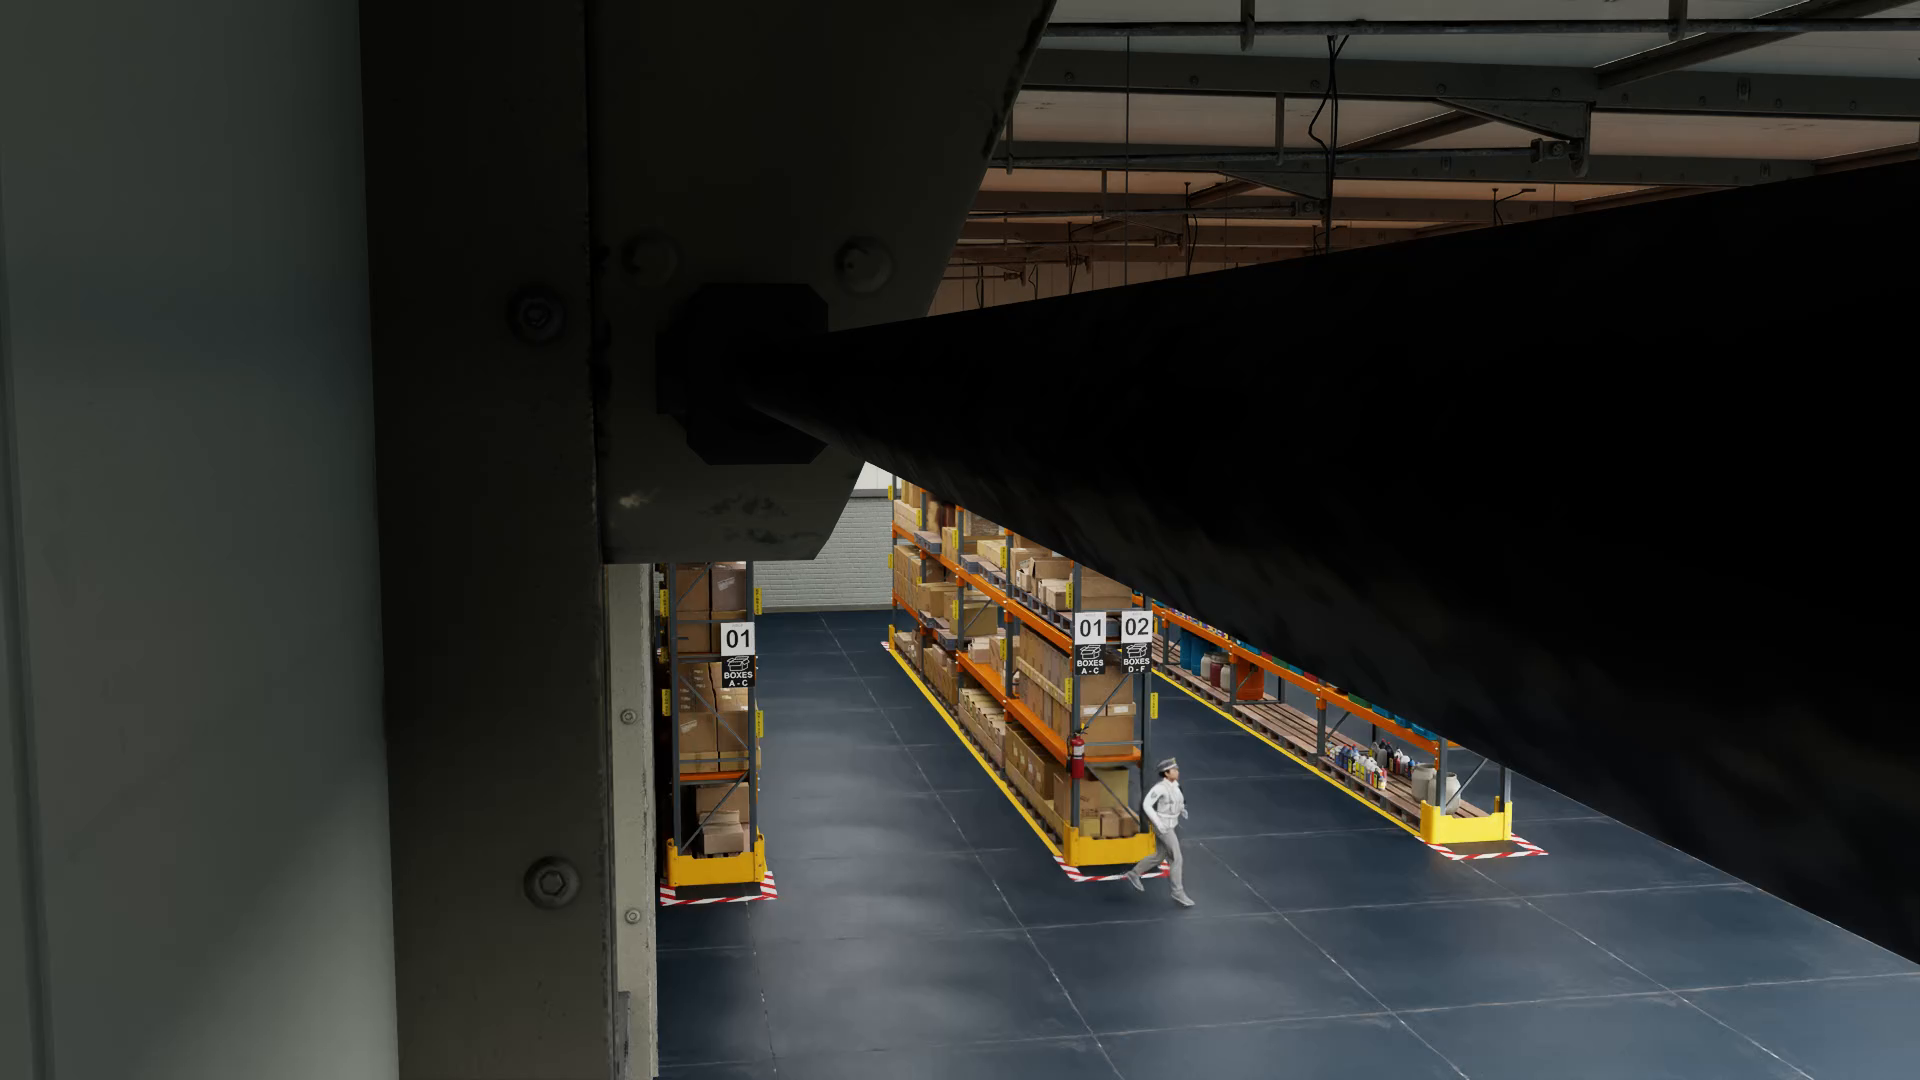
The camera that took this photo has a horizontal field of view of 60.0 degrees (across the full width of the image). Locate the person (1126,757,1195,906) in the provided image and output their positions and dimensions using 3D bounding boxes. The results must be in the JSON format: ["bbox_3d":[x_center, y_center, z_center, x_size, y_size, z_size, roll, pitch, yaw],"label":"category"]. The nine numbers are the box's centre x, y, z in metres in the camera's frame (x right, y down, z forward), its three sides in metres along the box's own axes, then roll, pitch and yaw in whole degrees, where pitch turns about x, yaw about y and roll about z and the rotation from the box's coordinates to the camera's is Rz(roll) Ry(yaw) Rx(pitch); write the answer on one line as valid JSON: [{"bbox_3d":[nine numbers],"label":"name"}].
[{"bbox_3d":[2.381,3.375,19.512,0.842,1.707,0.626,3,7,22],"label":"person"}]
